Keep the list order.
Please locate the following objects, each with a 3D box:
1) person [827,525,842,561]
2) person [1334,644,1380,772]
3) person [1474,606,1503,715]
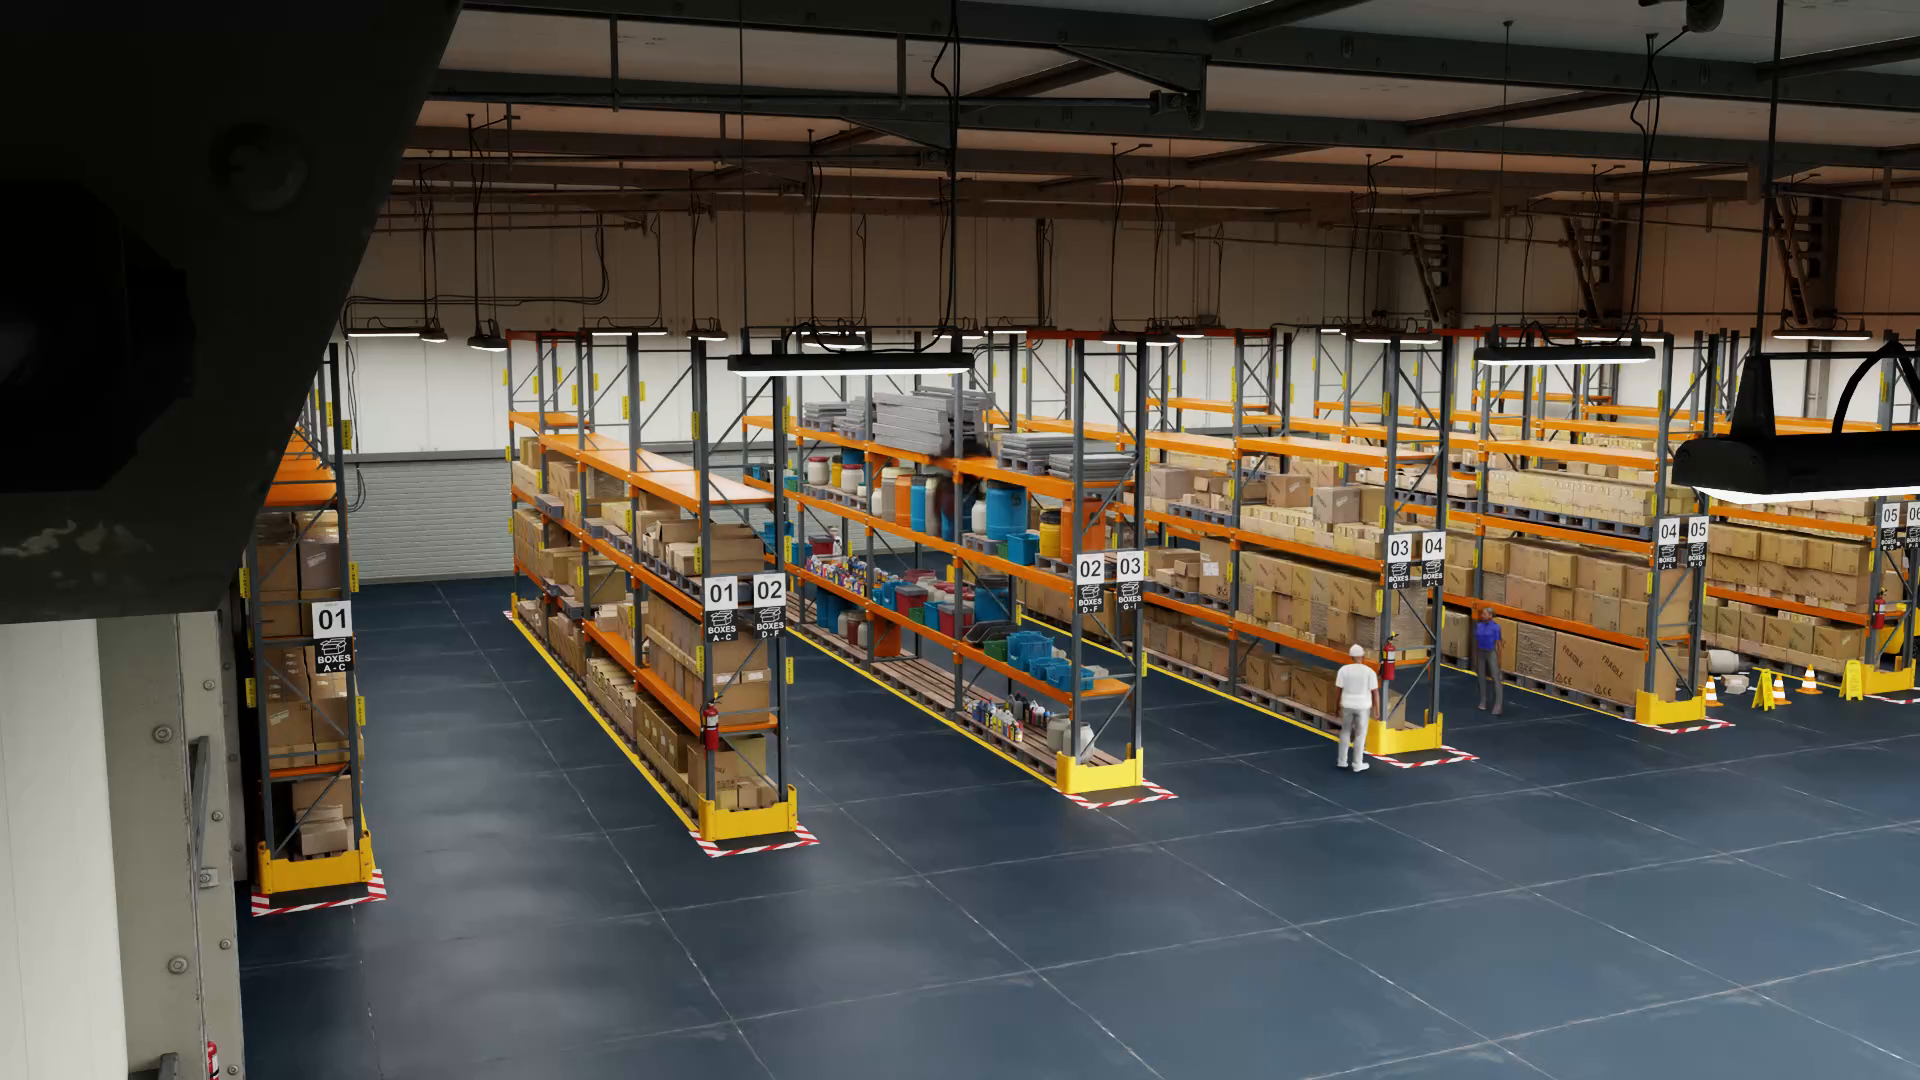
[{"bbox_3d":[-2.817,0.465,37.155,0.502,1.637,0.975,-4,9,-28],"label":"person"},{"bbox_3d":[5.540,2.341,23.140,0.625,1.804,0.426,4,9,28],"label":"person"},{"bbox_3d":[8.463,1.907,26.599,0.558,1.673,0.398,7,11,43],"label":"person"}]
